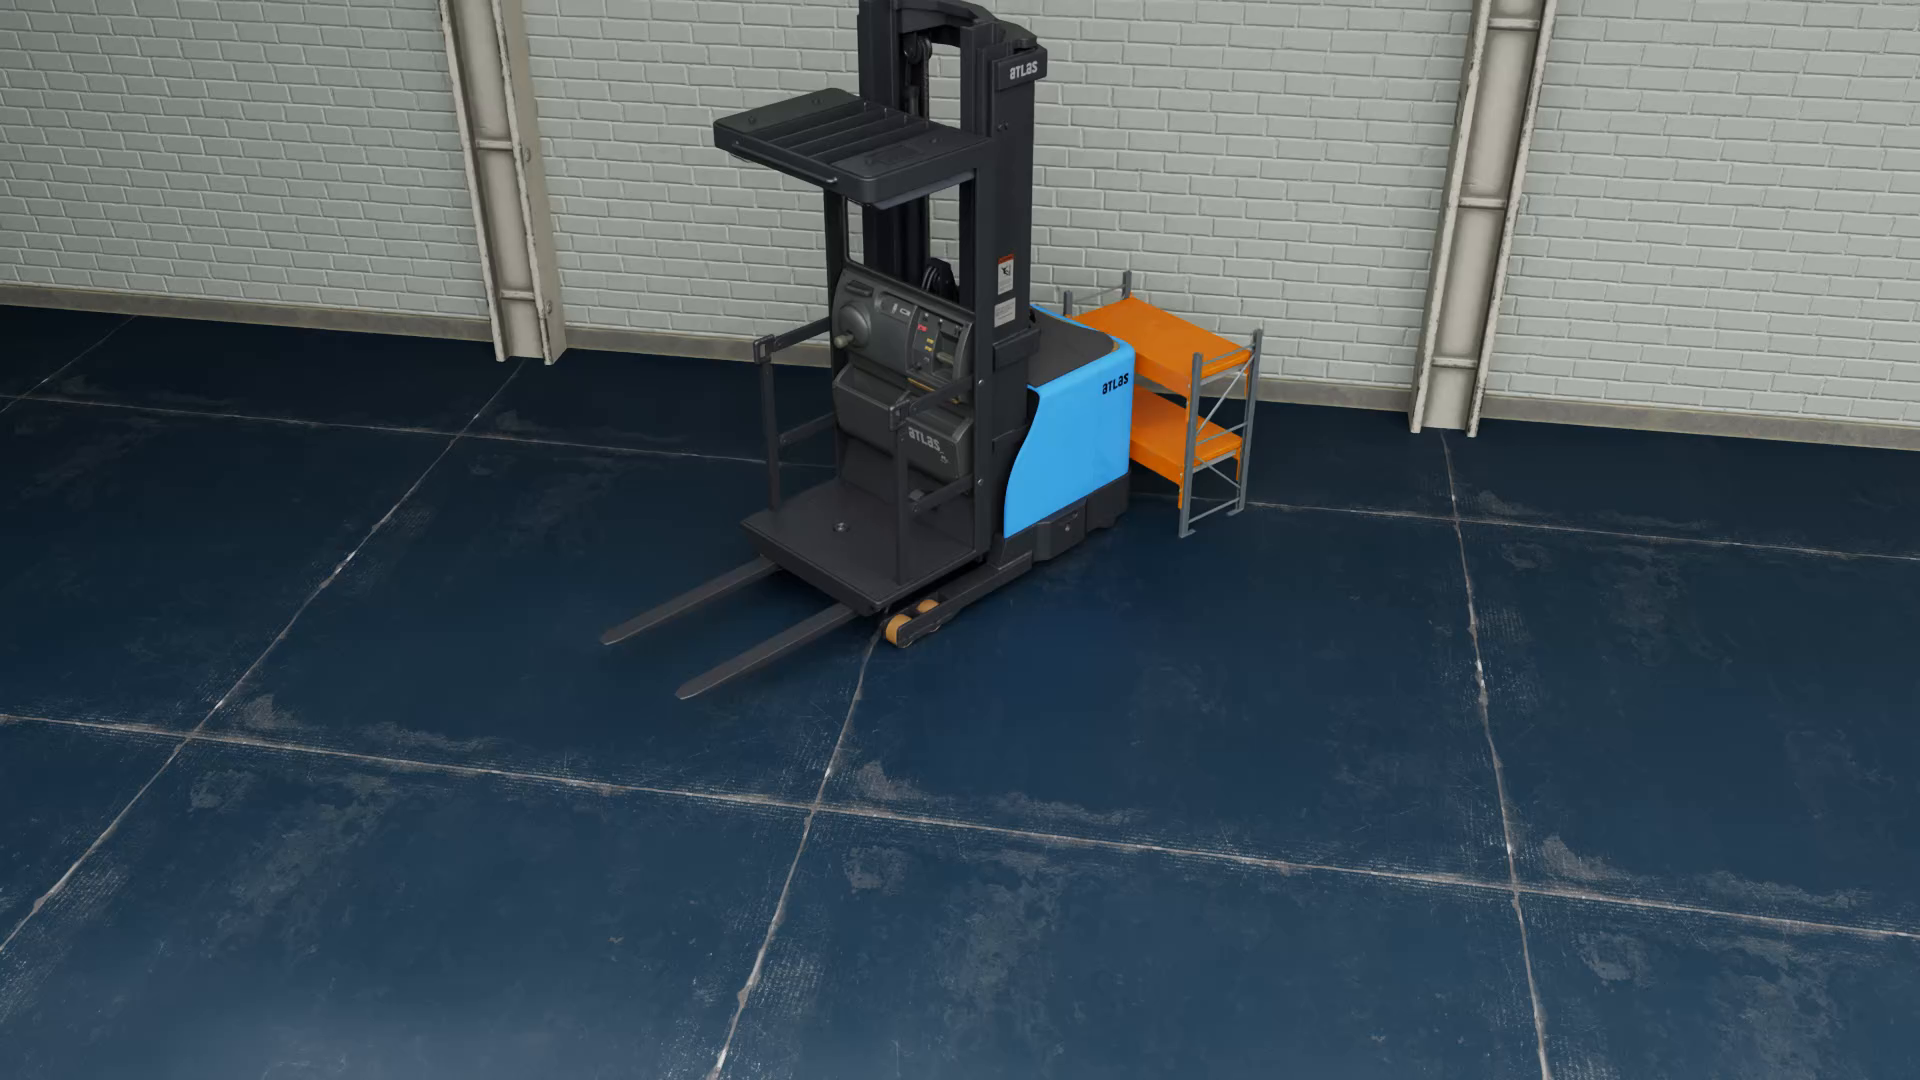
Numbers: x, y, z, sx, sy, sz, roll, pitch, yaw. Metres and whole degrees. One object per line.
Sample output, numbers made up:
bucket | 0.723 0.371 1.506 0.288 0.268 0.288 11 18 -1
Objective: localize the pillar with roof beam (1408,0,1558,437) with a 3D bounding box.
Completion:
pillar with roof beam | 2.293 -2.295 4.436 0.400 9.000 9.100 5 32 8

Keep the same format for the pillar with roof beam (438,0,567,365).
pillar with roof beam | -3.621 -2.831 5.291 0.400 9.000 9.100 5 32 8

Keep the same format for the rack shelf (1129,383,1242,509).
rack shelf | 1.106 -0.579 9.575 0.538 0.278 1.000 -23 39 -32

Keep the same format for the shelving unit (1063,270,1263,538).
shelving unit | 1.106 -0.786 9.445 0.538 1.125 1.048 -23 39 -32

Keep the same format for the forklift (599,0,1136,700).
forklift | -0.443 -1.009 8.100 3.031 2.935 1.130 -28 41 -37

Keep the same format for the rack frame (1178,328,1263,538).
rack frame | 1.423 -0.575 9.109 0.500 1.125 0.032 -23 39 -32

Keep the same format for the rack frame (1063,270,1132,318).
rack frame | 0.789 -0.997 9.782 0.500 1.125 0.032 -23 39 -32

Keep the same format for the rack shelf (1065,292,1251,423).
rack shelf | 1.106 -1.034 9.290 0.538 0.278 1.000 -23 39 -32
